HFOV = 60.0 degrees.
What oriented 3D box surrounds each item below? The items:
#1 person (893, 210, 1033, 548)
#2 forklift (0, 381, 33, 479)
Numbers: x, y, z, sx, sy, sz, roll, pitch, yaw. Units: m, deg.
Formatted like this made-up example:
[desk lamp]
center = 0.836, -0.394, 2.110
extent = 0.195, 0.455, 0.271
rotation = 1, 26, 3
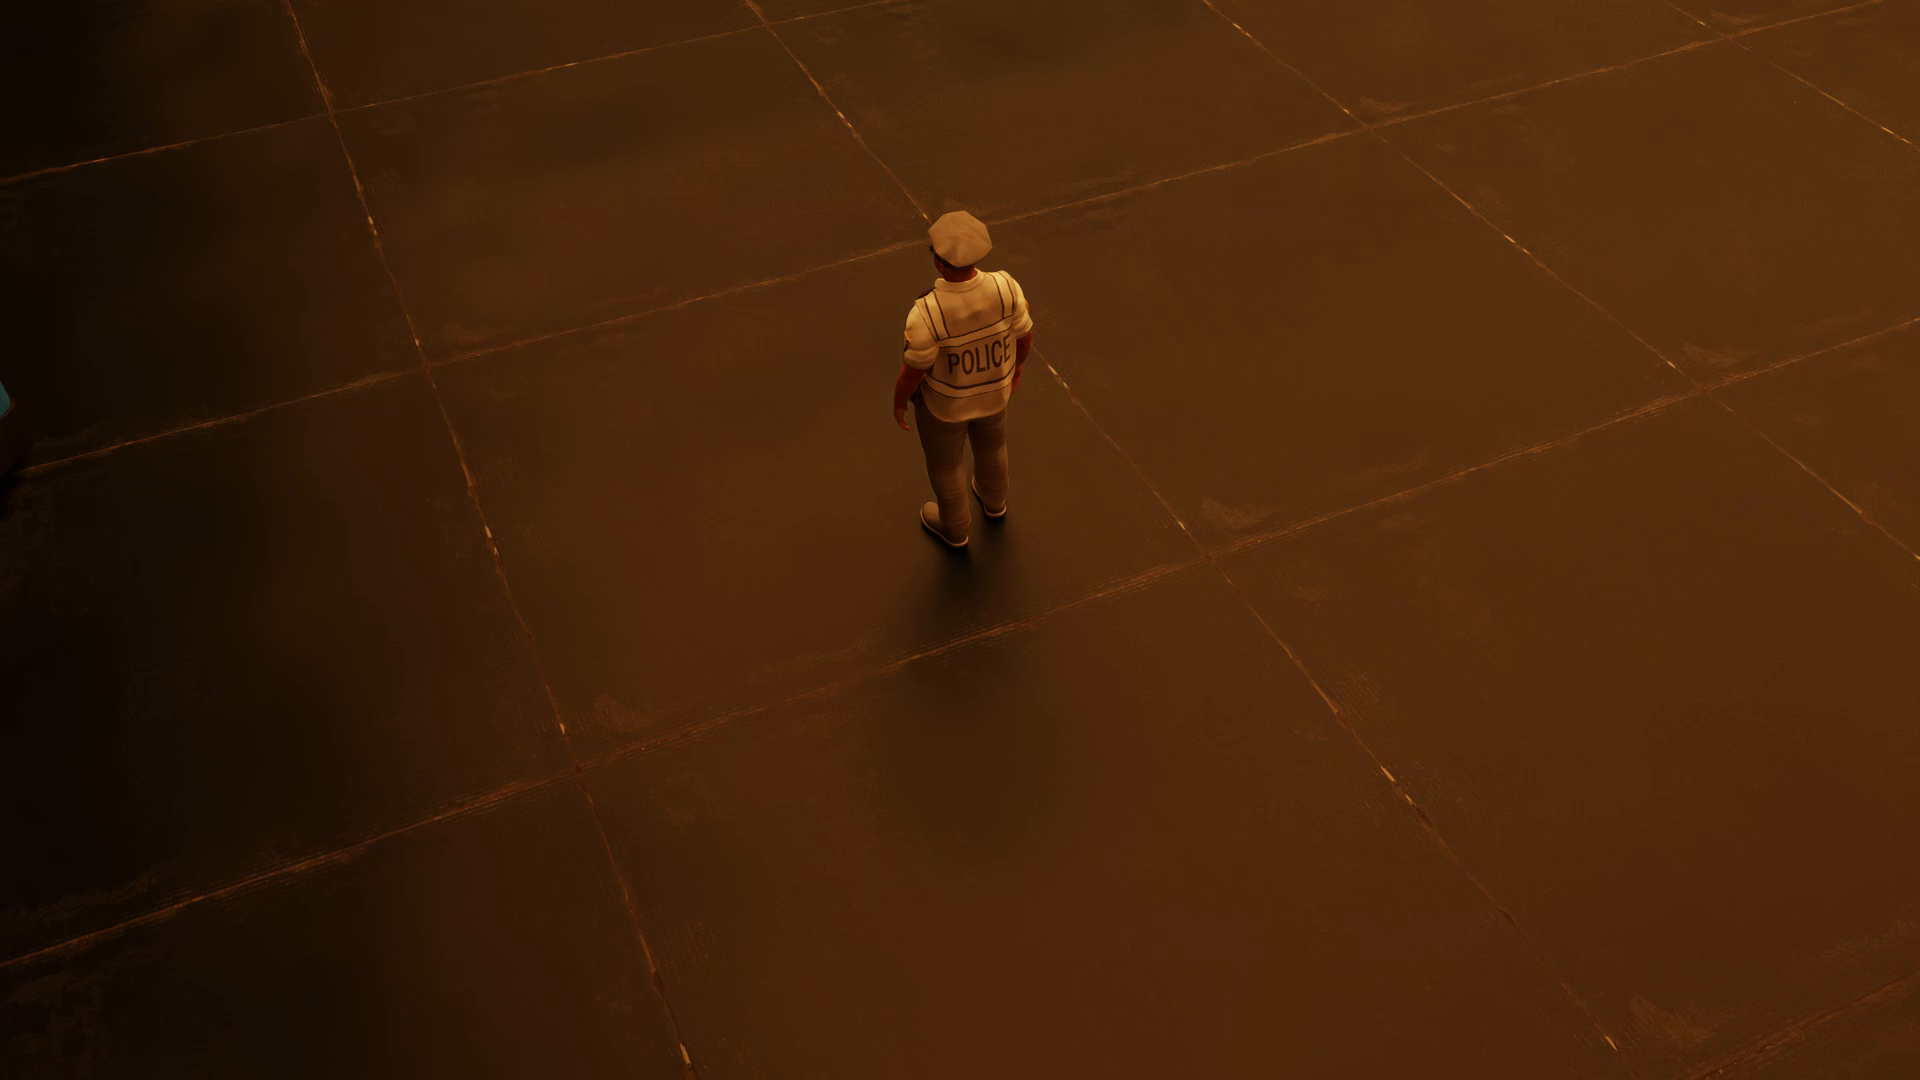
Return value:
[person]
center = -0.021, -0.708, 7.271
extent = 0.640, 1.781, 0.575
rotation = -18, 46, -18
[forklift]
center = -6.159, -1.376, 7.155
extent = 3.031, 2.935, 1.130
rotation = 7, 43, 7
